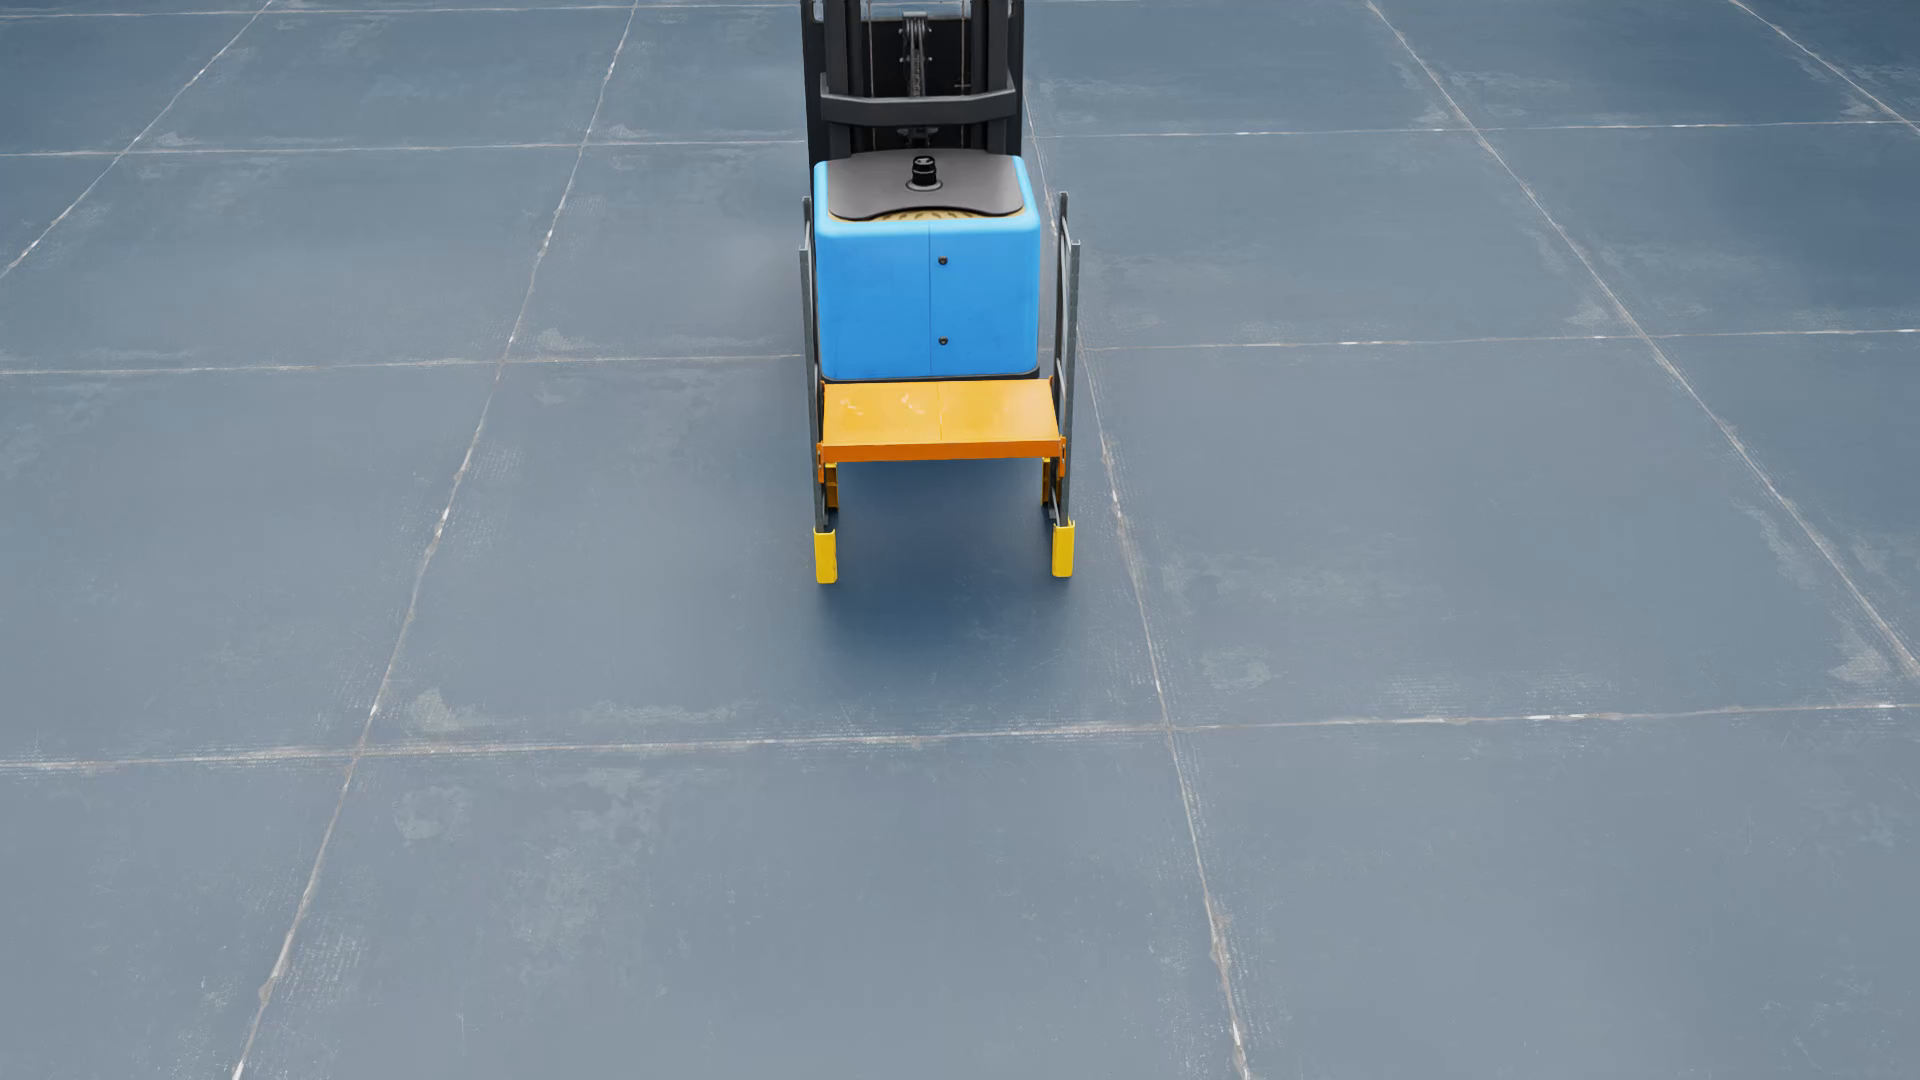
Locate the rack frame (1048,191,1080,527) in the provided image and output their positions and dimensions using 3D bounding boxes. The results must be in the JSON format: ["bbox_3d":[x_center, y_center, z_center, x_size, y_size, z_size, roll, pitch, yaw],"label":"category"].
[{"bbox_3d":[0.423,-0.628,6.840,0.032,1.500,0.500,-2,35,-2],"label":"rack frame"}]

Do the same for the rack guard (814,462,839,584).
[{"bbox_3d":[-0.574,-0.087,7.157,0.087,0.250,0.587,-2,35,-2],"label":"rack guard"}]

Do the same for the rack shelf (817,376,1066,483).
[{"bbox_3d":[-0.085,-0.467,6.922,1.000,0.185,0.538,-2,35,-2],"label":"rack shelf"}]

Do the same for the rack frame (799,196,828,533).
[{"bbox_3d":[-0.593,-0.601,6.800,0.032,1.500,0.500,-2,35,-2],"label":"rack frame"}]

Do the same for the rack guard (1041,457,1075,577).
[{"bbox_3d":[0.421,-0.114,7.195,0.087,0.250,0.587,-2,35,-2],"label":"rack guard"}]

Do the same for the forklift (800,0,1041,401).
[{"bbox_3d":[-0.250,-2.572,8.390,1.130,2.935,3.031,-3,35,-4],"label":"forklift"}]

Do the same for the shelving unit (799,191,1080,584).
[{"bbox_3d":[-0.076,-0.615,6.820,1.083,1.500,0.587,-2,35,-2],"label":"shelving unit"}]
